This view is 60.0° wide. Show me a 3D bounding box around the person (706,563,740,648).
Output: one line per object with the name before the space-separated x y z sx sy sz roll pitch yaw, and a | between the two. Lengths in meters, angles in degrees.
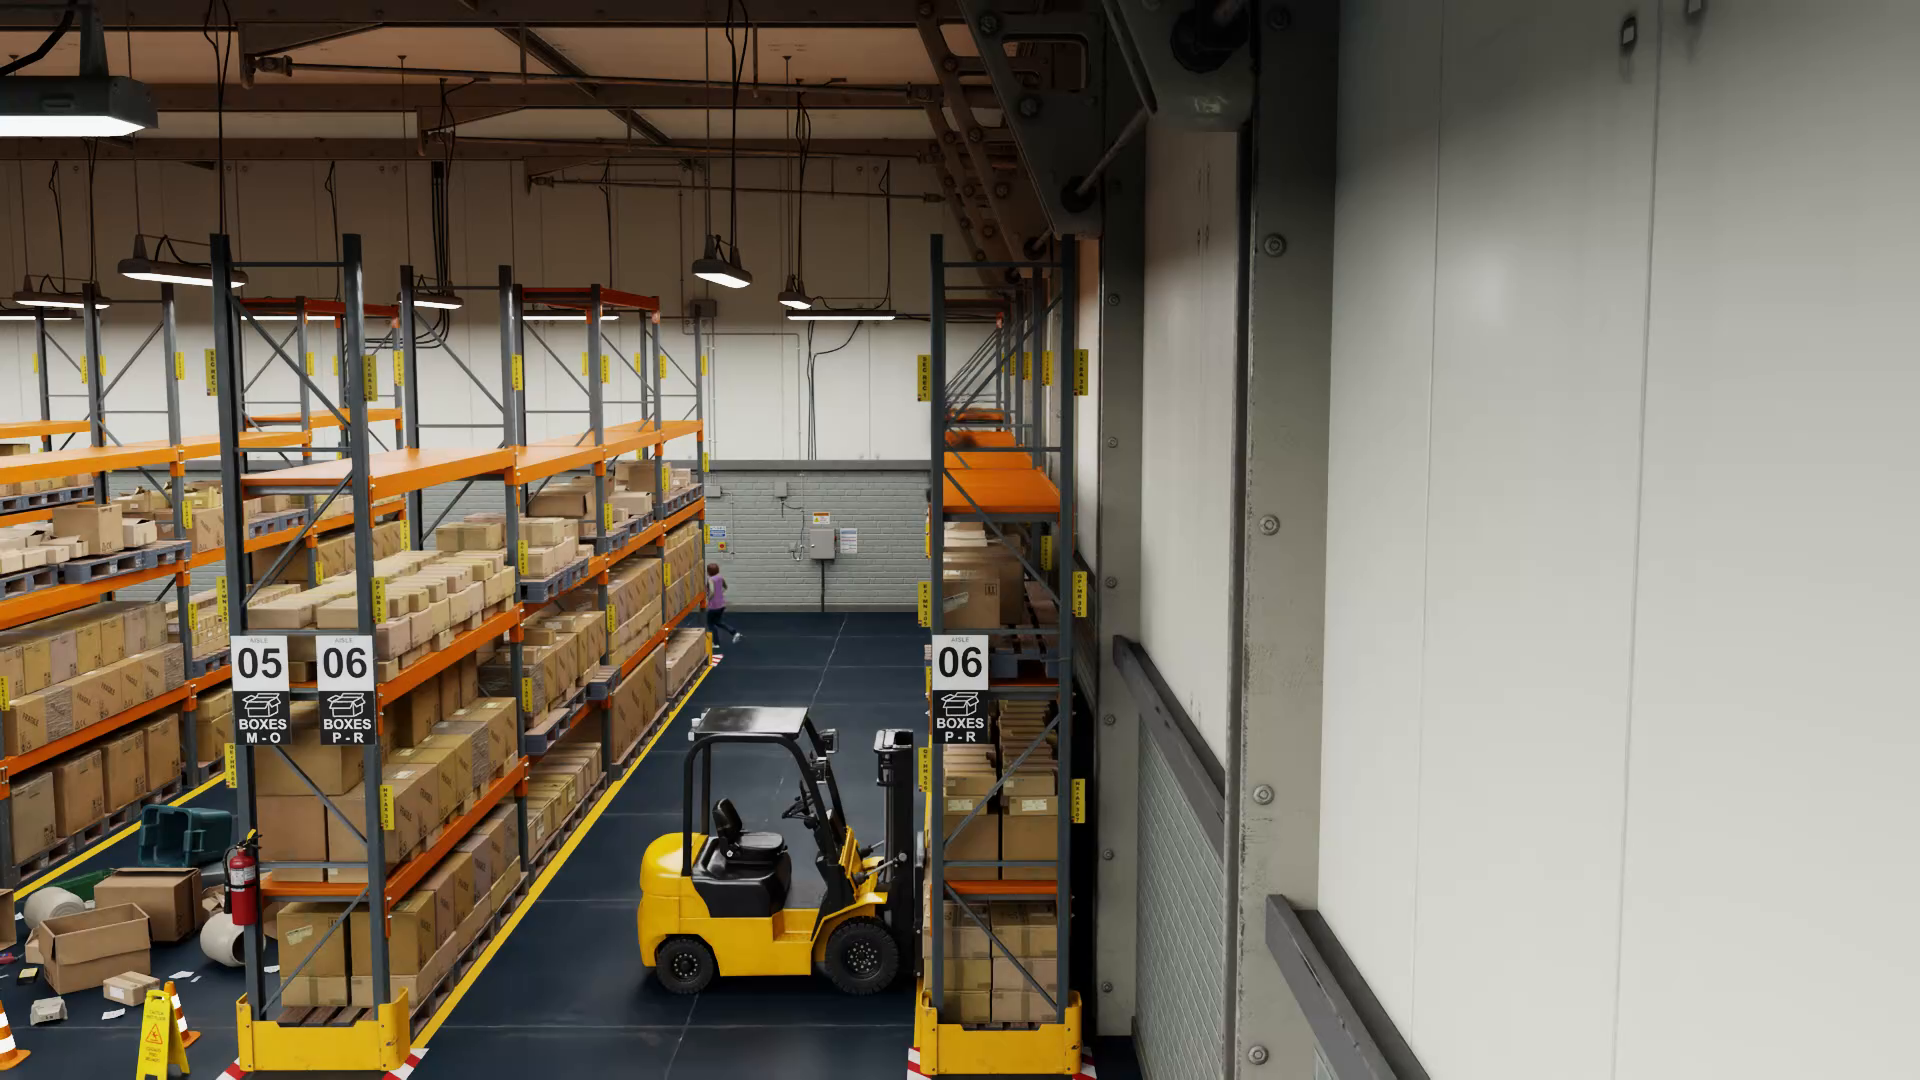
person | -4.256 1.173 29.203 0.670 1.553 0.594 2 7 20
